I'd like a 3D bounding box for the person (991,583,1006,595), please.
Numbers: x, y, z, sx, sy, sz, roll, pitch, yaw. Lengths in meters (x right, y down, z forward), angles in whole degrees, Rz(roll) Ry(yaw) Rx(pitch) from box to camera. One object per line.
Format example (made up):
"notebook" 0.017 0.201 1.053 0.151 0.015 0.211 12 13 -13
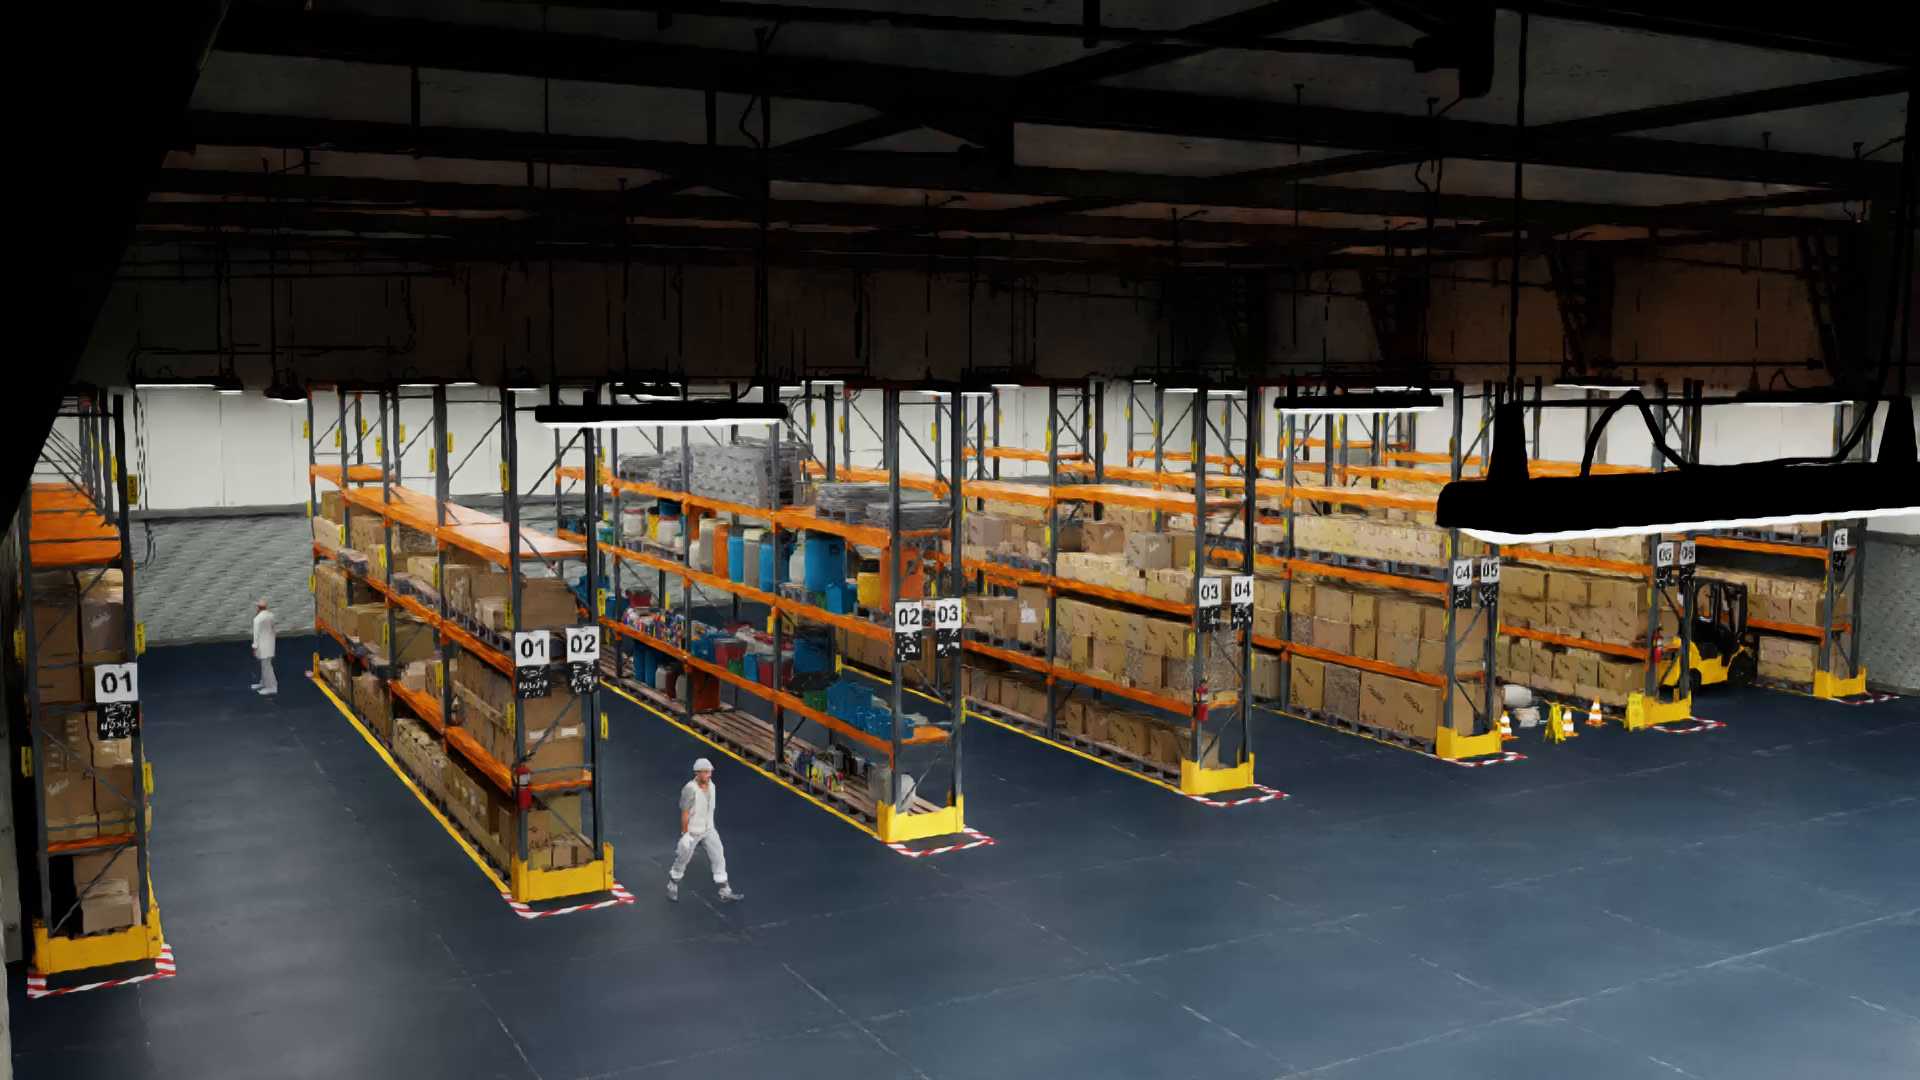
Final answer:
"person" 1.019 0.827 43.814 0.579 1.712 0.588 1 6 7

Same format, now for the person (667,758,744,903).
"person" -3.039 3.403 19.502 0.969 1.742 0.587 5 8 38

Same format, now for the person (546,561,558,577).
"person" -9.889 1.250 40.102 0.552 1.658 0.505 3 7 25

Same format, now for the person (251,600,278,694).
"person" -13.421 2.030 31.985 0.636 1.775 0.677 0 6 3
